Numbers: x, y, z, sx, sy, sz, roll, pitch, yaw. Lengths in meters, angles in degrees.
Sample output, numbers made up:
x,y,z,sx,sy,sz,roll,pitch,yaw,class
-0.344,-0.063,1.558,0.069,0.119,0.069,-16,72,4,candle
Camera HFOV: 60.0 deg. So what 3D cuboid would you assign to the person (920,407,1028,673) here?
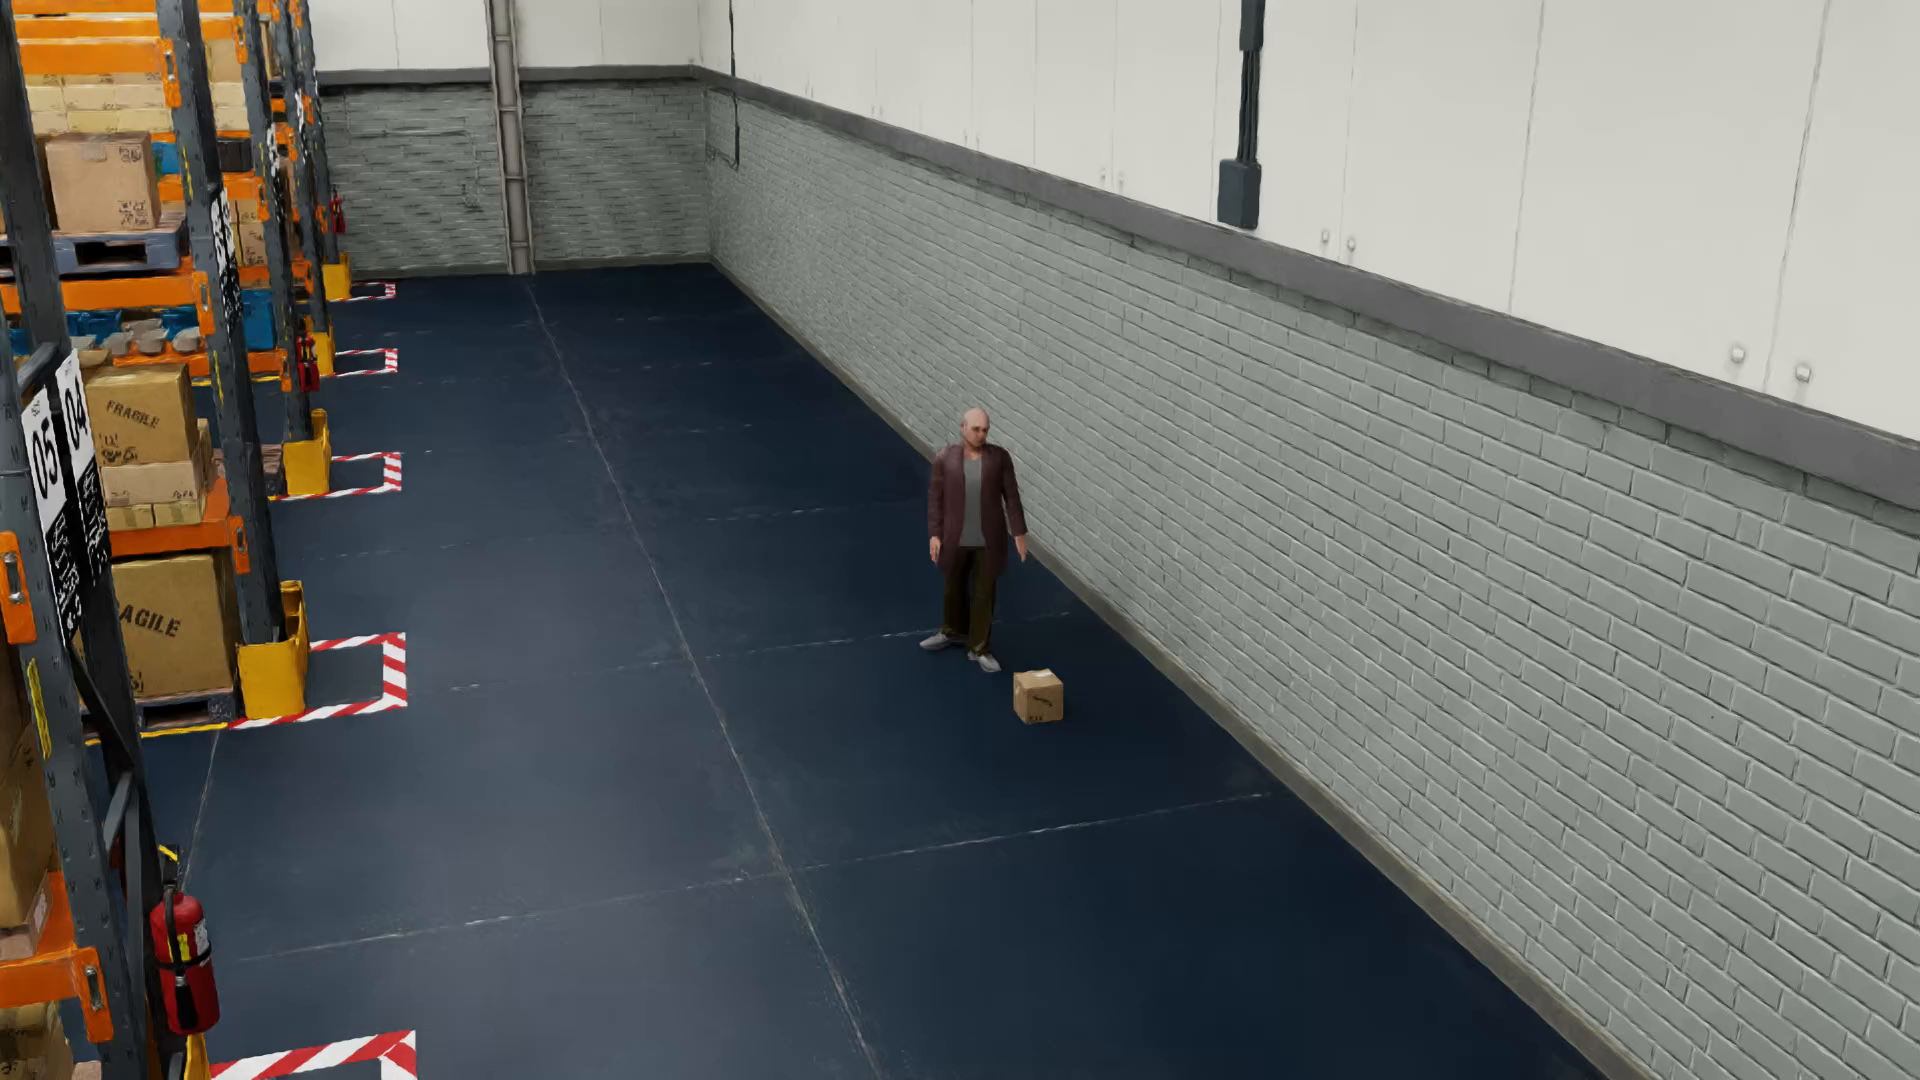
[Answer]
x,y,z,sx,sy,sz,roll,pitch,yaw,class
0.085,-0.027,11.162,0.743,1.780,0.564,1,19,4,person
